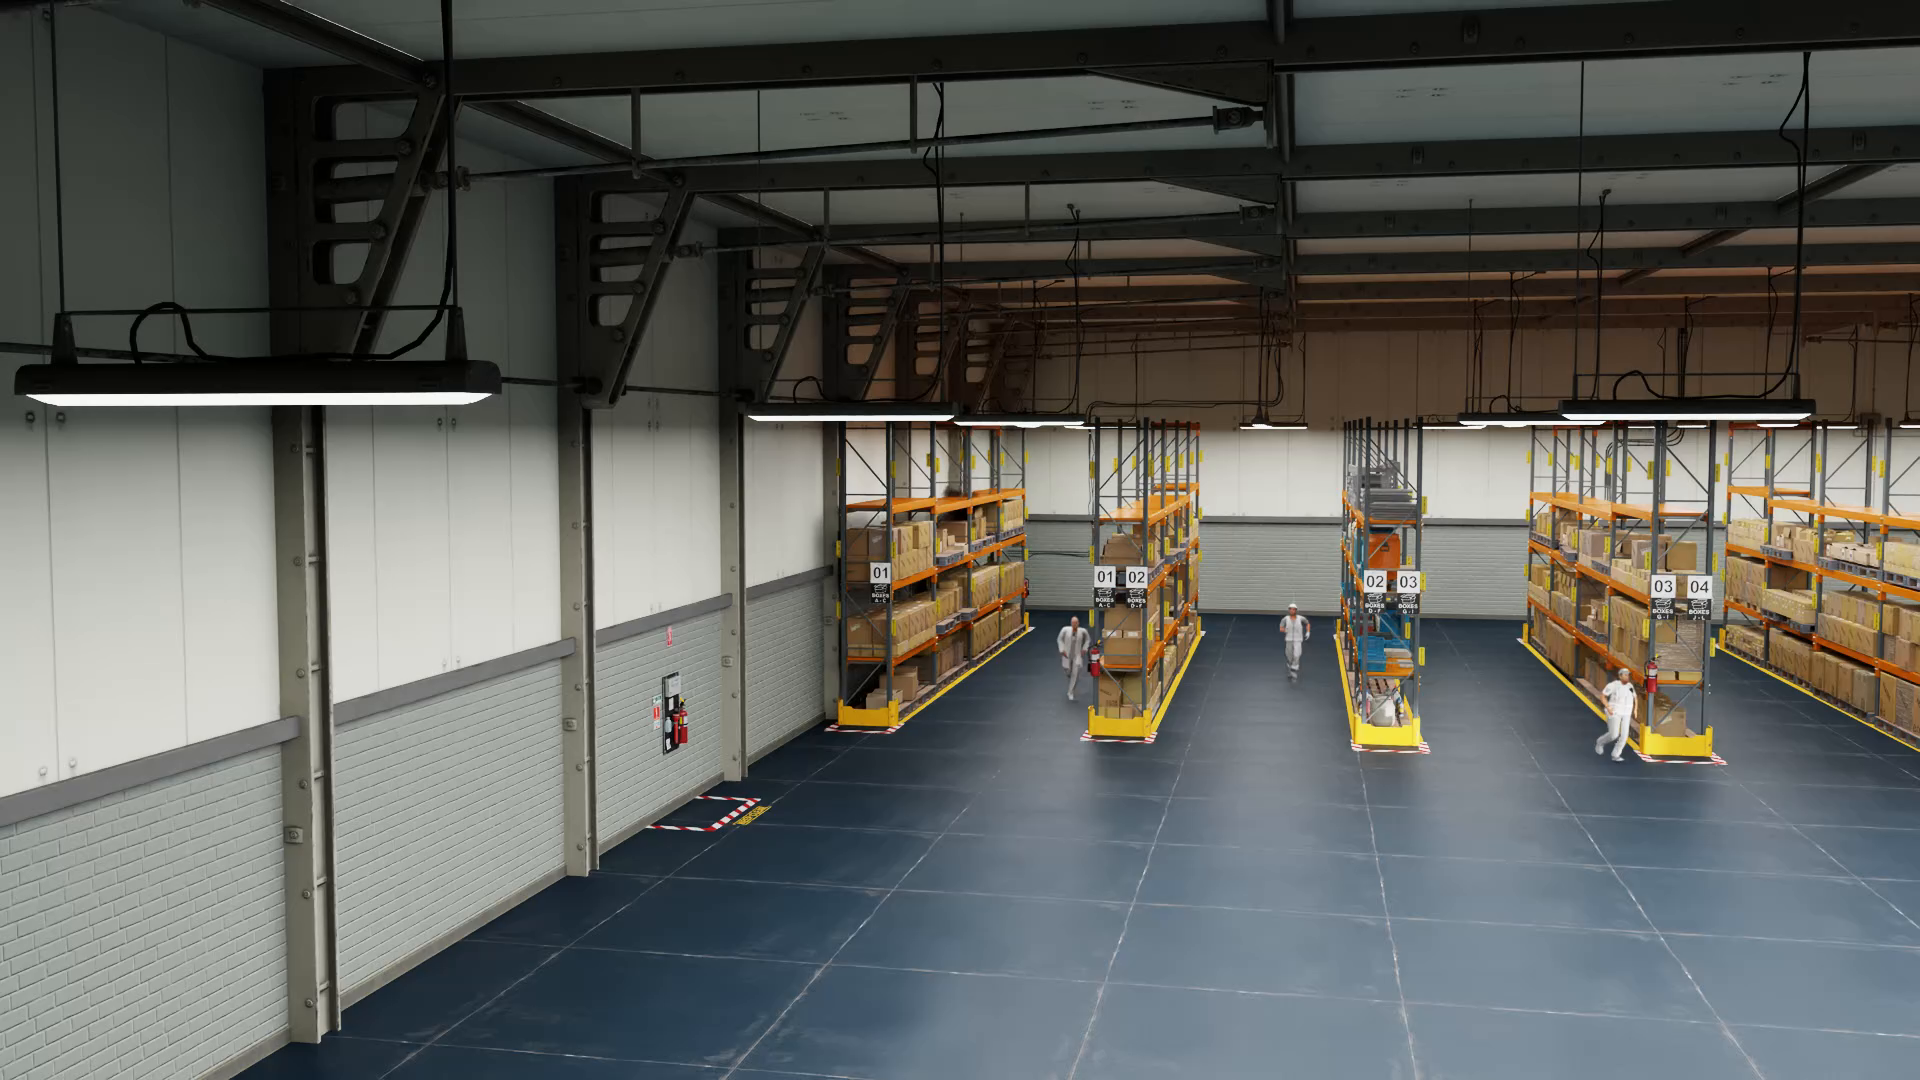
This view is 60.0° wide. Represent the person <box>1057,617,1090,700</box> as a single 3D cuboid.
[{"bbox_3d":[2.468,2.533,36.054,0.714,1.769,1.032,1,4,9],"label":"person"}]

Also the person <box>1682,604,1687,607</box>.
[{"bbox_3d":[18.930,2.011,44.271,0.879,1.630,0.635,-3,5,-36],"label":"person"}]

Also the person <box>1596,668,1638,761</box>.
[{"bbox_3d":[11.542,3.040,29.047,0.664,1.611,0.615,-1,4,-9],"label":"person"}]

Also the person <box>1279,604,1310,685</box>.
[{"bbox_3d":[7.650,2.356,38.098,0.667,1.793,0.914,1,4,19],"label":"person"}]
